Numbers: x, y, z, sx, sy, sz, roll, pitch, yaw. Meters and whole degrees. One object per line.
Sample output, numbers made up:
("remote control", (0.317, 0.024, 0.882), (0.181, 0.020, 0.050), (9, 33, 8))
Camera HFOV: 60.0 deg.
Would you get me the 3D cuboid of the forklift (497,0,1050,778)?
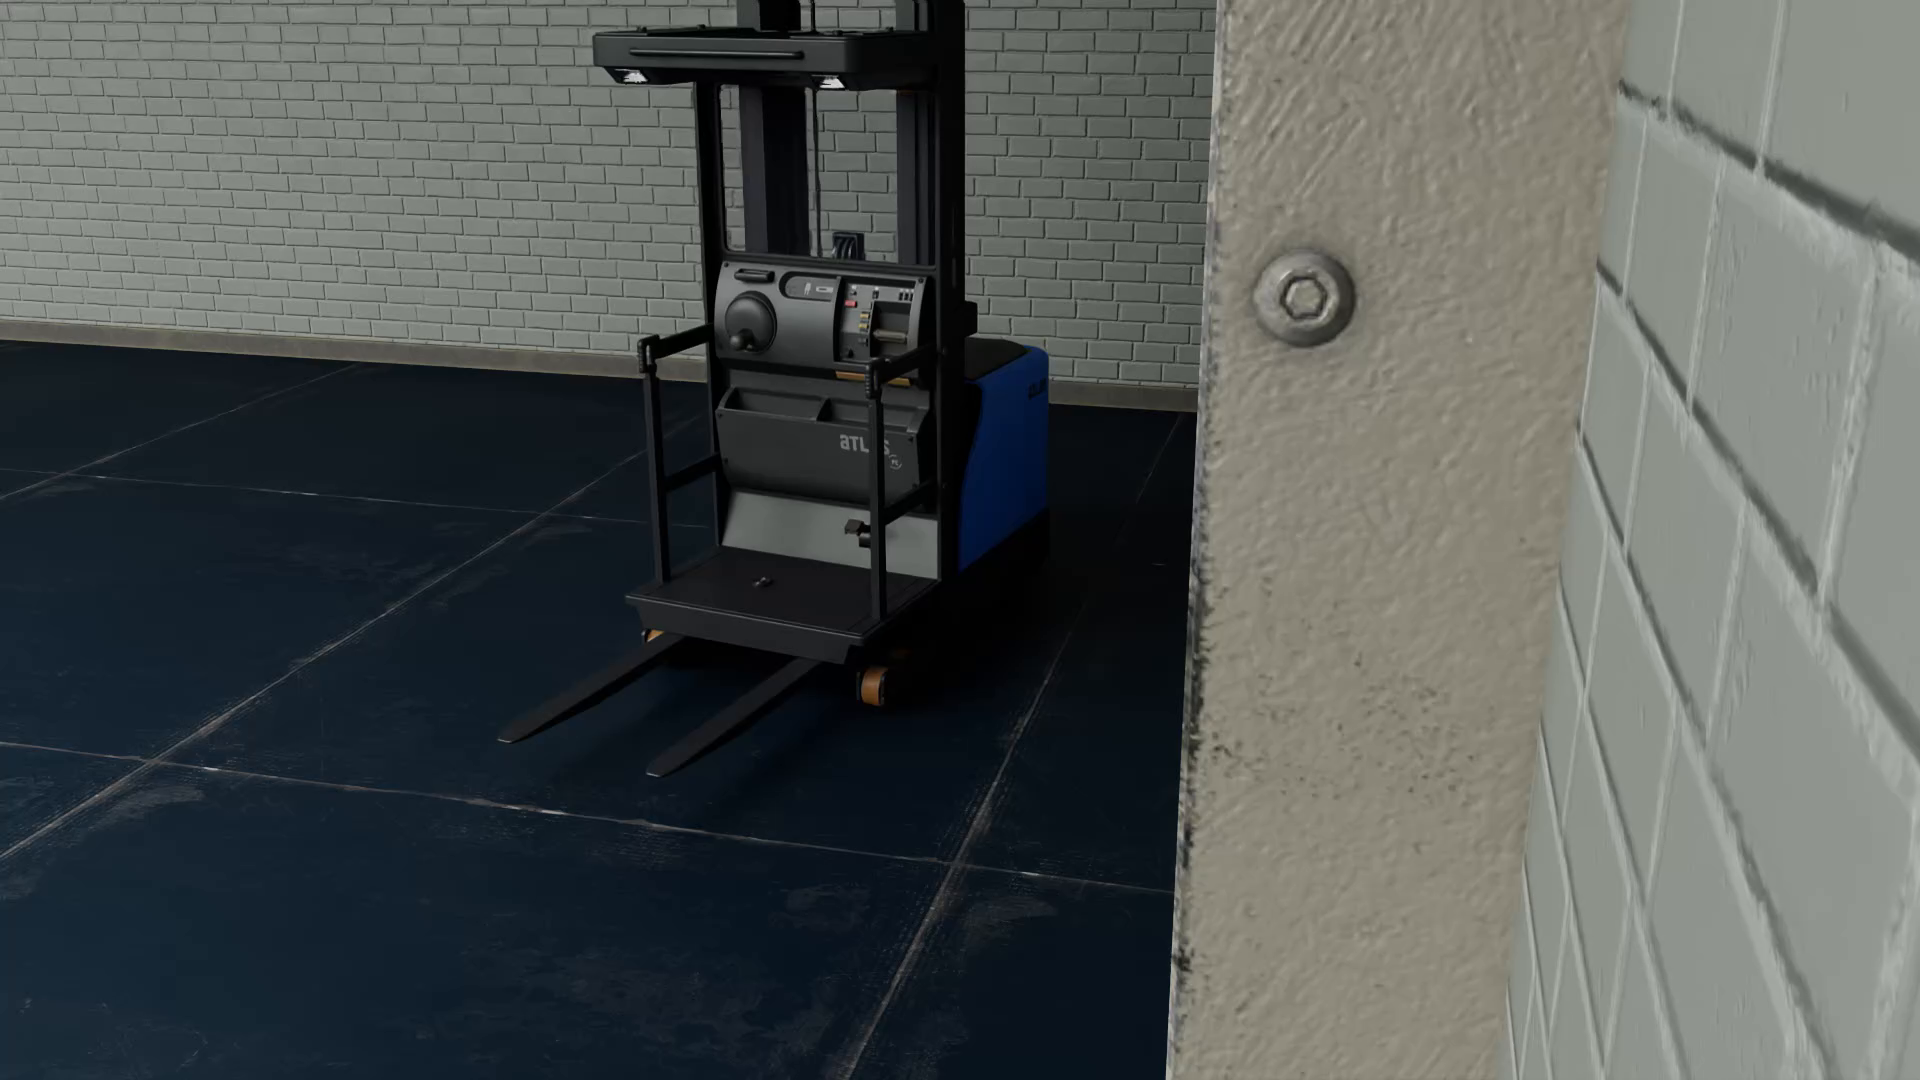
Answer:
("forklift", (-0.649, -0.895, 6.448), (1.130, 2.935, 3.031), (8, 21, 23))
